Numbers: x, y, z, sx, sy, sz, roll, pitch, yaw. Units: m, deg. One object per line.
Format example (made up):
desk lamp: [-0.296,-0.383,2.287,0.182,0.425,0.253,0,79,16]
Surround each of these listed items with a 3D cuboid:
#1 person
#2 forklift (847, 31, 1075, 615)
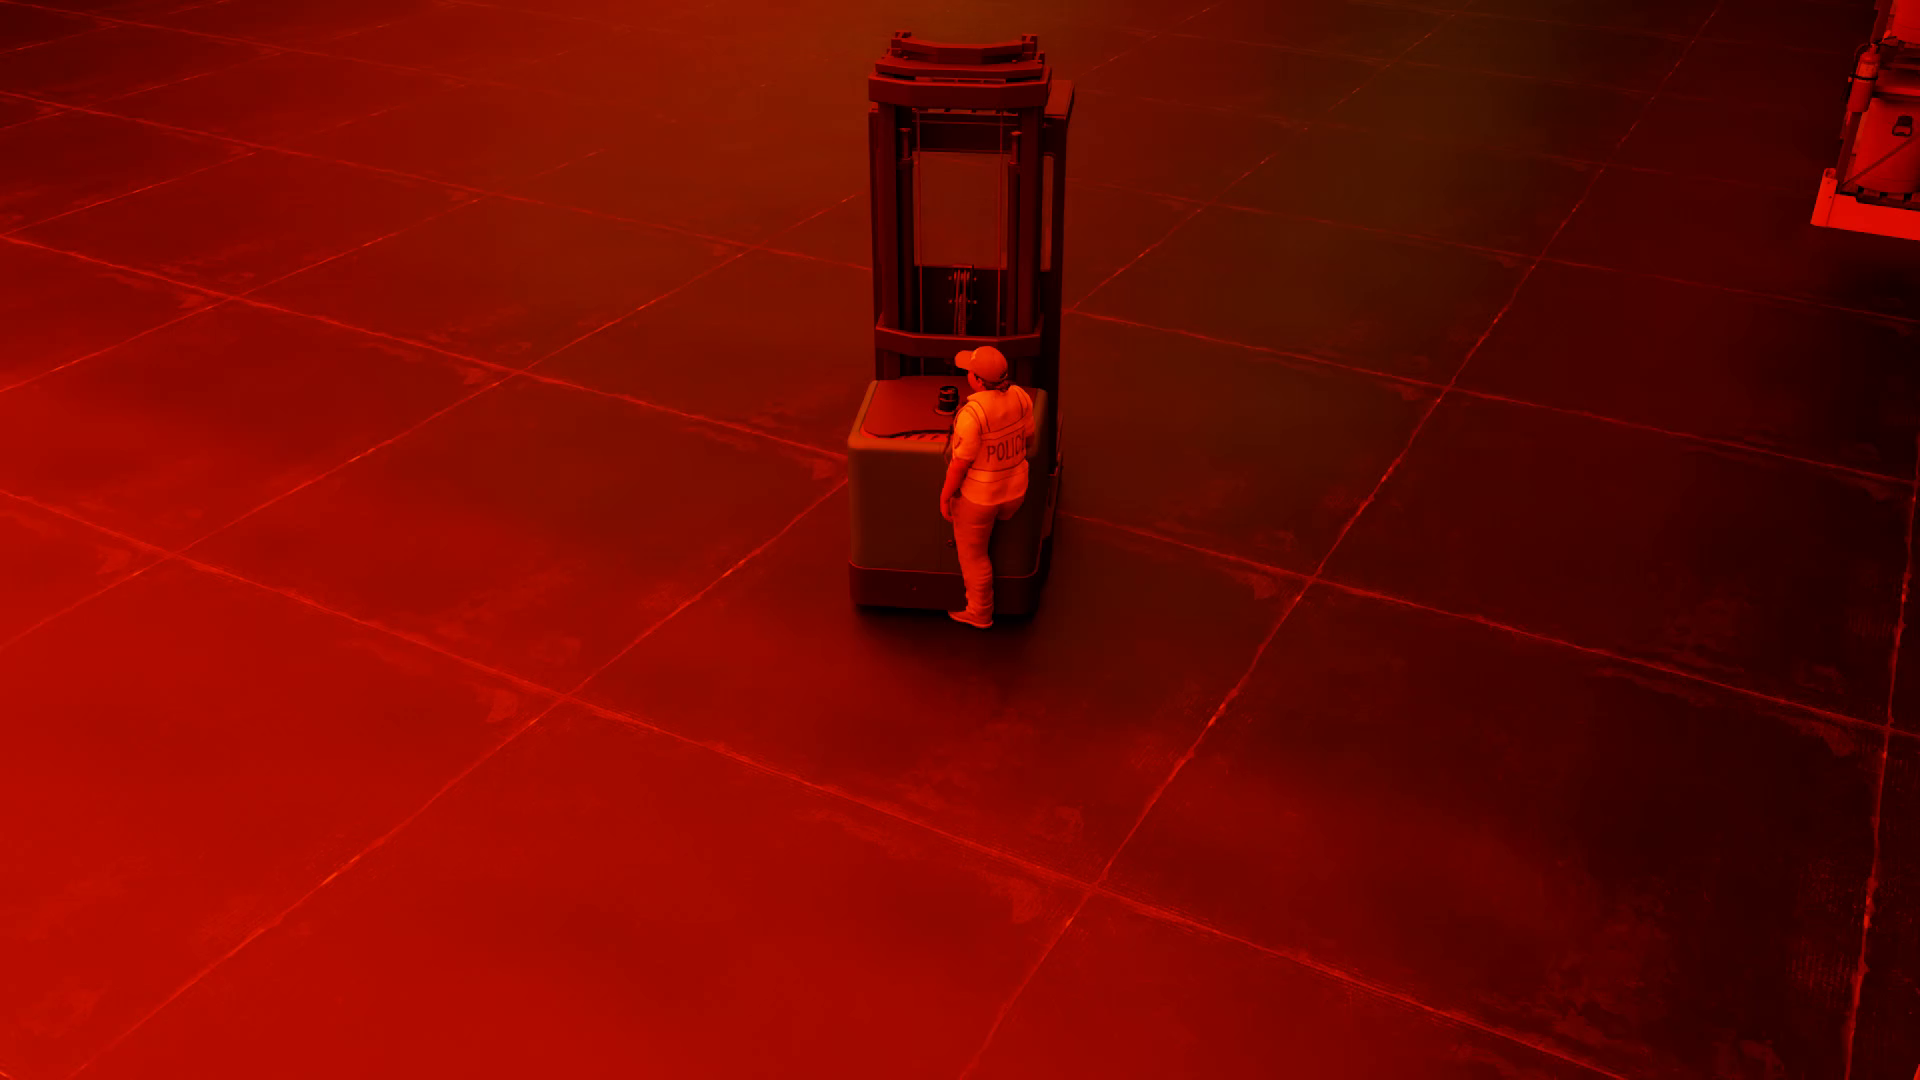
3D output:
person: [0.103,-0.301,8.841,0.599,1.671,0.525,-23,37,-34]
forklift: [0.072,-1.572,9.794,1.130,2.935,3.031,3,30,6]
